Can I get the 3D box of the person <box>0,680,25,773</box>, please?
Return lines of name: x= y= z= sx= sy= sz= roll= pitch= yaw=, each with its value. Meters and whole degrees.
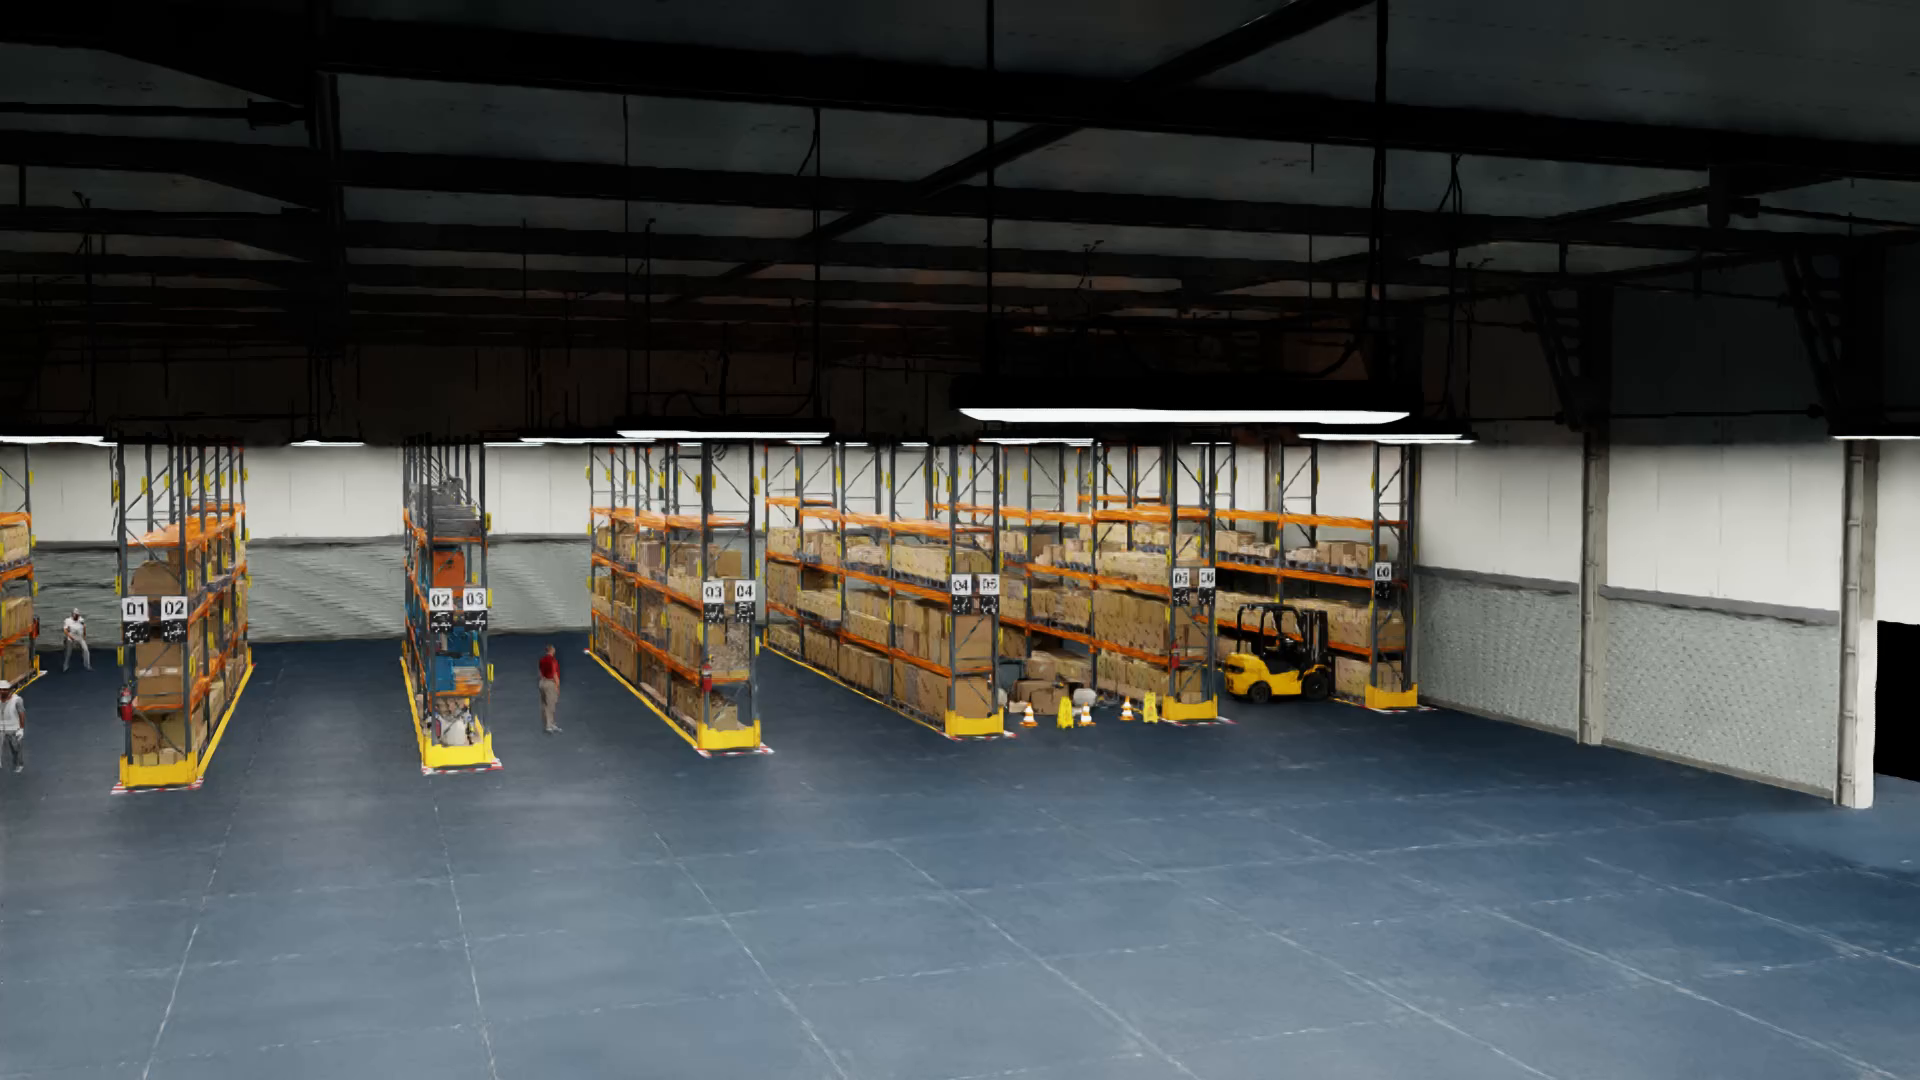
person: x=-16.470 y=3.257 z=28.719 sx=0.569 sy=1.703 sz=1.118 roll=-1 pitch=3 yaw=-17

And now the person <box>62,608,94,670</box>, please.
person: x=-22.772 y=2.546 z=42.830 sx=0.661 sy=1.604 sz=0.782 roll=-3 pitch=4 yaw=-42

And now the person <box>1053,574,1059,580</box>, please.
person: x=3.235 y=1.931 z=53.356 sx=0.623 sy=1.654 sz=0.467 roll=3 pitch=4 yaw=43

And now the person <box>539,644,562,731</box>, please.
person: x=-8.281 y=2.972 z=33.734 sx=0.627 sy=1.738 sz=0.476 roll=3 pitch=4 yaw=43
